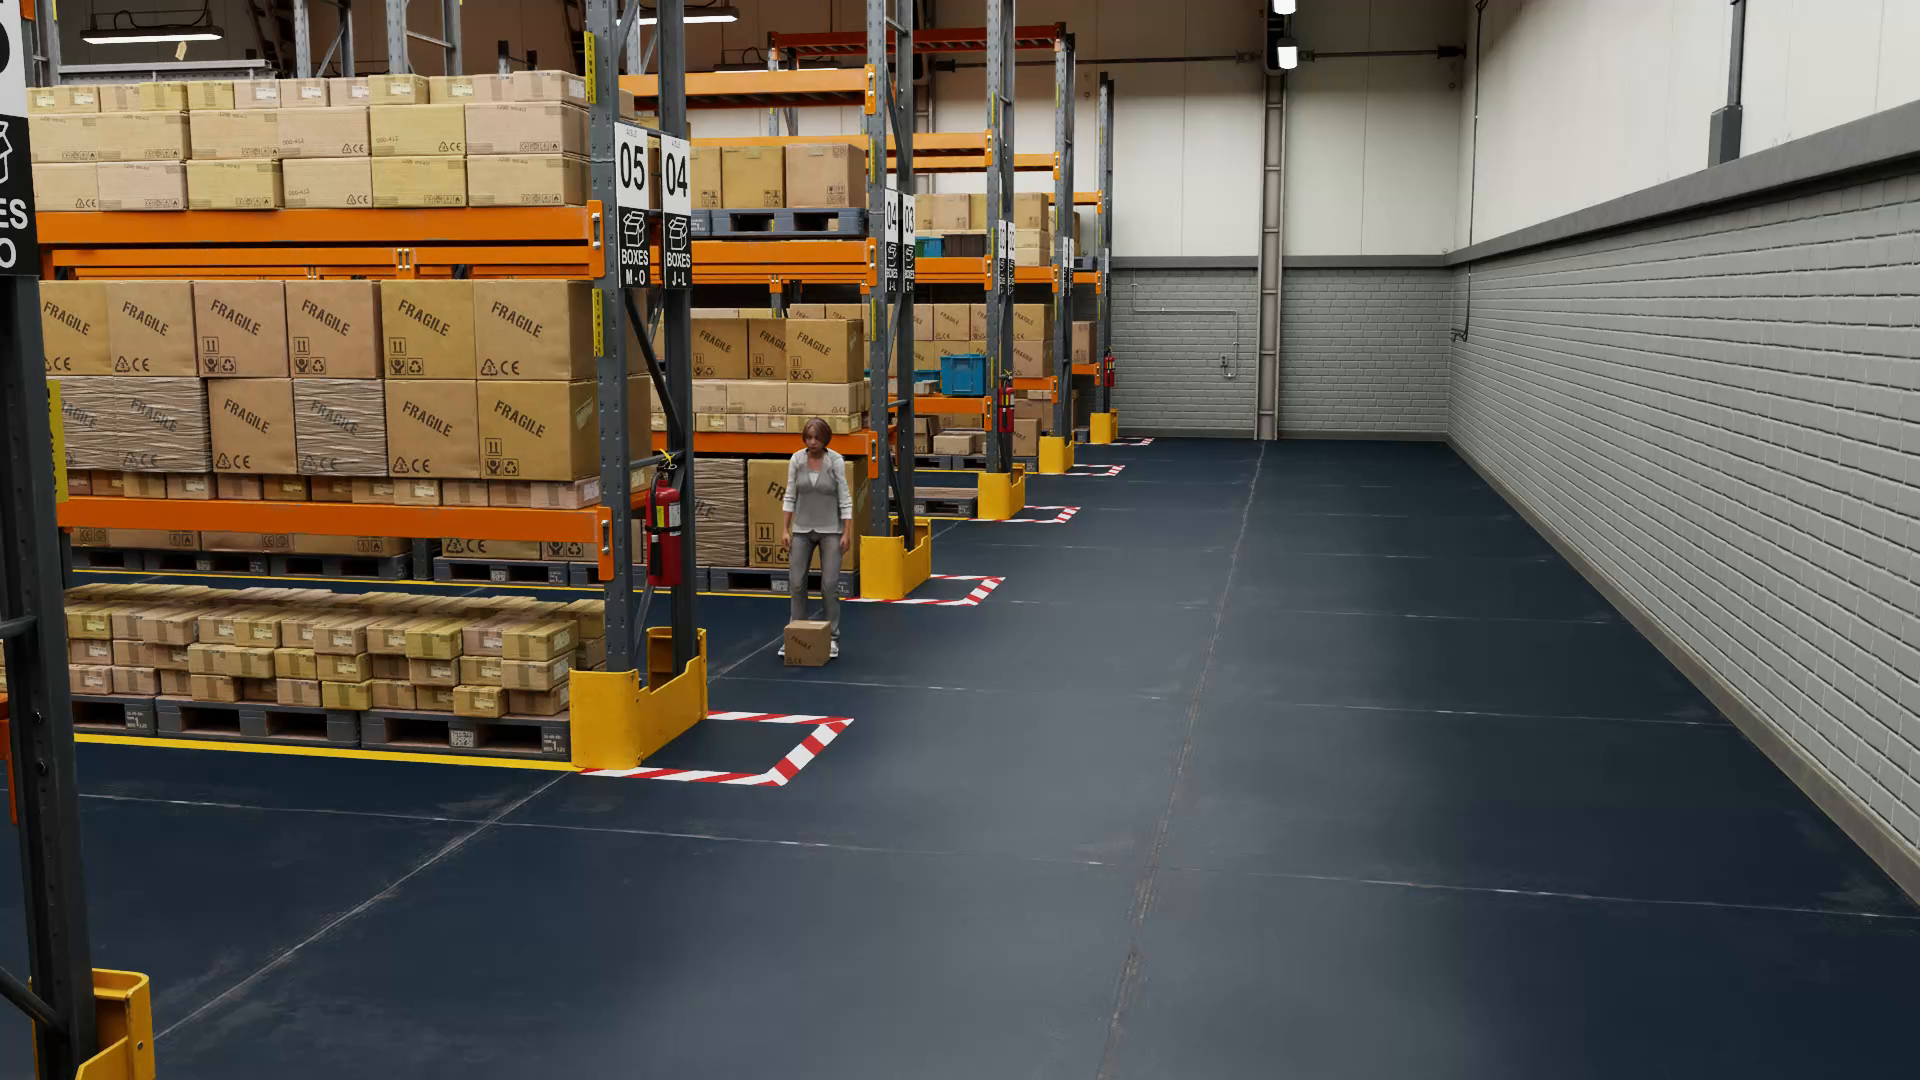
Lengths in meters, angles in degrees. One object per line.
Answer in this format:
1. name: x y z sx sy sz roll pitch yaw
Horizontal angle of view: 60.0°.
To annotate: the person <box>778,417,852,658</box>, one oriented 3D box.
1. person: -0.952 -0.024 11.024 0.483 1.594 0.340 1 8 9
